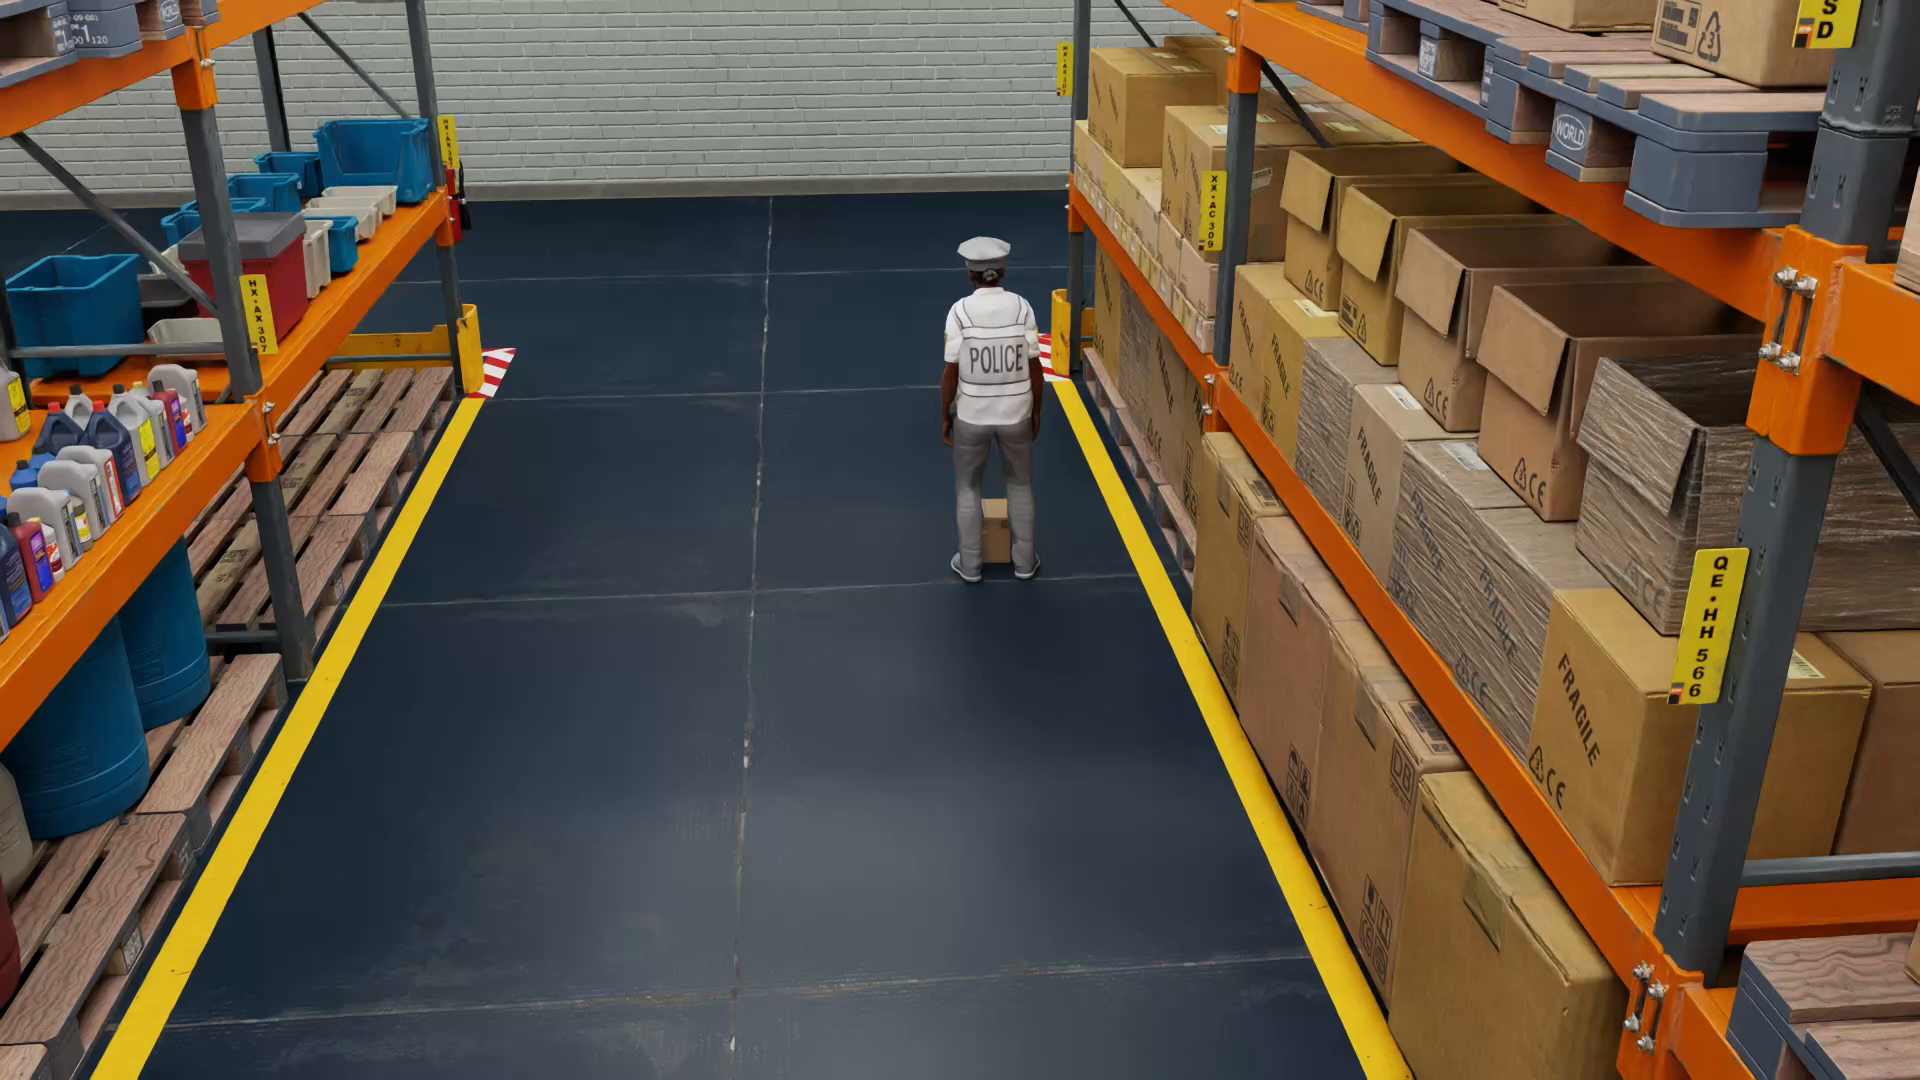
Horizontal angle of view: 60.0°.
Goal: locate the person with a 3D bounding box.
[{"bbox_3d":[0.154,-0.596,7.947,0.524,1.660,0.396,-3,24,-7],"label":"person"}]
